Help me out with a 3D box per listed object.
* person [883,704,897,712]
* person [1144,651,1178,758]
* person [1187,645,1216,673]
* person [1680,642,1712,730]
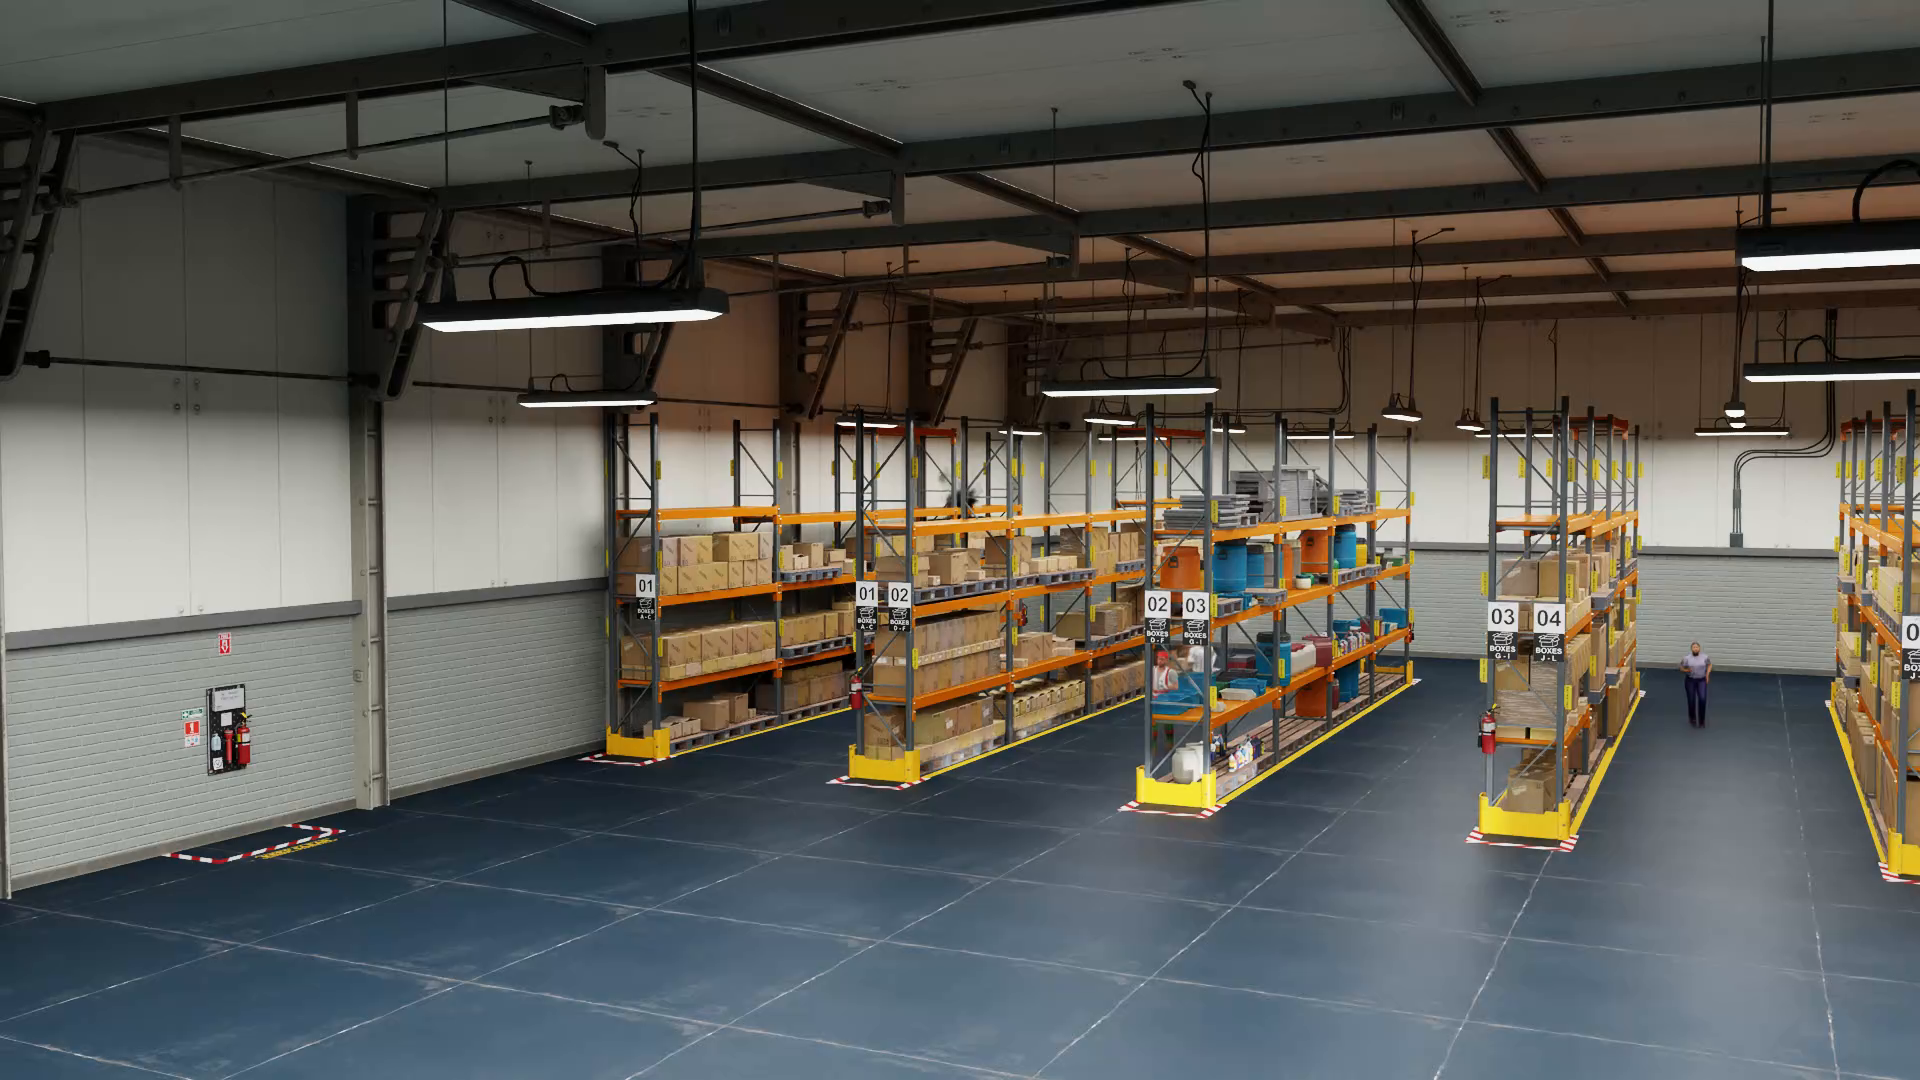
[{"bbox_3d":[-1.248,2.873,30.624,0.661,1.757,0.822,1,3,26],"label":"person"},{"bbox_3d":[3.538,2.865,29.222,0.652,1.837,0.836,1,3,22],"label":"person"},{"bbox_3d":[4.926,2.731,33.940,0.557,1.737,0.816,1,2,16],"label":"person"},{"bbox_3d":[14.315,2.834,32.363,0.583,1.707,0.746,1,3,23],"label":"person"}]
